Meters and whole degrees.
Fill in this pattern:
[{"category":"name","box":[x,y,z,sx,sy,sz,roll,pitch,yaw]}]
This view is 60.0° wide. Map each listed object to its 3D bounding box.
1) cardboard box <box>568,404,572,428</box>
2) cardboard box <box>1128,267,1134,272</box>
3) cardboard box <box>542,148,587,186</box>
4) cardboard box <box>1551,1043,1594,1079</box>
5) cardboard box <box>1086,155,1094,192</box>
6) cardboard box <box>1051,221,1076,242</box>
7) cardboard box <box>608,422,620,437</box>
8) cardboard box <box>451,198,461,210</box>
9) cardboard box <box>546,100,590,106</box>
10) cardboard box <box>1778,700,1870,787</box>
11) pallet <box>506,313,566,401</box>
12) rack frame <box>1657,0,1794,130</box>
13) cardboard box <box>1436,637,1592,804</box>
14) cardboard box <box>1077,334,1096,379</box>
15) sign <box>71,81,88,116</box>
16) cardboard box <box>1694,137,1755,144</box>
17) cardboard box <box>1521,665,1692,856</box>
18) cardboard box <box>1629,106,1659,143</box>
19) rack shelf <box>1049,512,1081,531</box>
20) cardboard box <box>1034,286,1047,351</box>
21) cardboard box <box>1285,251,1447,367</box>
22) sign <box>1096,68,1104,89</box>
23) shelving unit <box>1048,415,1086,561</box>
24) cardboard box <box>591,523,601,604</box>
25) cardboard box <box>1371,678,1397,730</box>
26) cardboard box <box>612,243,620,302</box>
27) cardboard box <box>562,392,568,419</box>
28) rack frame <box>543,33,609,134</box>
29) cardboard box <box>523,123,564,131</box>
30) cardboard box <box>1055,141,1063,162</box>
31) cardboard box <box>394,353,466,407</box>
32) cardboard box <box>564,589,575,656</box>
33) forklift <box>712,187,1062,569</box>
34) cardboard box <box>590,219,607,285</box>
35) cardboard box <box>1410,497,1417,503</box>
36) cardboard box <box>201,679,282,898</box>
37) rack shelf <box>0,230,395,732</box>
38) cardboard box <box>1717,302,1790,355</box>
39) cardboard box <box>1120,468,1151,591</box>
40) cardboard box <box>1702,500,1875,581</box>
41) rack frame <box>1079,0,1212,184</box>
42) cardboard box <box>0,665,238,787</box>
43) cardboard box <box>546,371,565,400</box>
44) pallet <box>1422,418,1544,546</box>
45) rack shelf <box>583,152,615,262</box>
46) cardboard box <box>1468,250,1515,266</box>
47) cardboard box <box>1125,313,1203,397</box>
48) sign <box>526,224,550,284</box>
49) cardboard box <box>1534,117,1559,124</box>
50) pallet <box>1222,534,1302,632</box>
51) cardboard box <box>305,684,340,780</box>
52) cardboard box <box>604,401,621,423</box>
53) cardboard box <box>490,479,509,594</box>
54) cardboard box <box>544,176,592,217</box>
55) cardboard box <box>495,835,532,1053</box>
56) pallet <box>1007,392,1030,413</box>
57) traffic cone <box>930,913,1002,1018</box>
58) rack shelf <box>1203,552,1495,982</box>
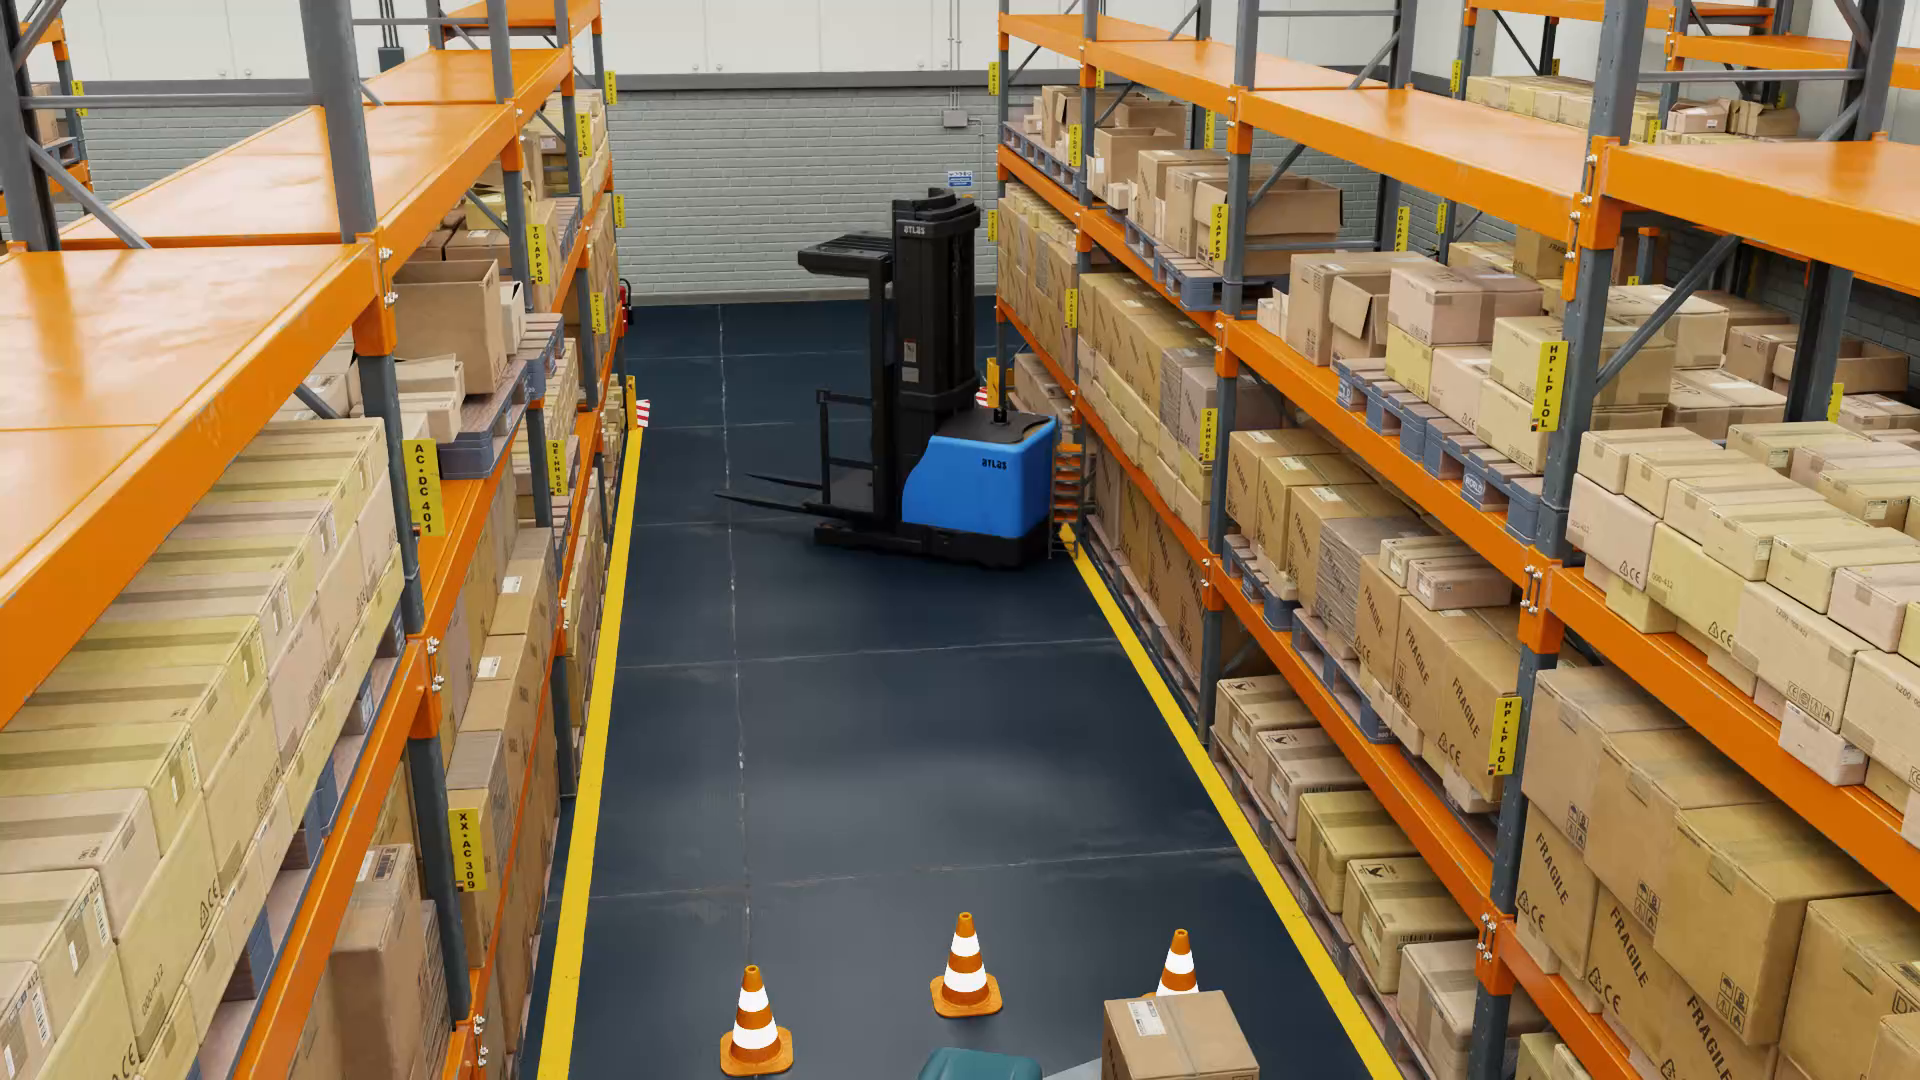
[{"category":"cardboard box","box":[-3.051,-0.911,12.200,0.380,0.149,0.250,-4,21,-11]},{"category":"cardboard box","box":[1.643,-2.199,14.319,0.500,0.500,0.500,-3,21,-7]},{"category":"cardboard box","box":[-3.244,-2.970,13.168,0.500,0.250,0.500,-2,21,-6]},{"category":"cardboard box","box":[2.401,1.963,6.077,0.380,0.149,0.250,-3,21,-7]},{"category":"cardboard box","box":[1.198,-2.855,12.952,0.396,0.266,0.258,-3,21,-8]},{"category":"cardboard box","box":[1.030,-2.772,14.925,0.380,0.149,0.250,-3,21,-8]},{"category":"cardboard box","box":[-3.466,-1.081,15.946,0.380,0.149,0.250,-3,21,-7]},{"category":"cardboard box","box":[-3.357,-2.219,10.421,0.396,0.266,0.258,-3,21,-8]},{"category":"cardboard box","box":[-3.552,-3.907,15.106,0.380,0.149,0.250,-3,21,-9]},{"category":"cardboard box","box":[2.526,0.547,4.612,0.380,0.149,0.250,-3,21,-9]},{"category":"pallet","box":[-2.690,-0.934,8.486,1.213,0.211,1.003,-2,21,-5]},{"category":"rack frame","box":[6.383,-4.569,13.662,1.000,3.000,0.127,-3,21,-8]},{"category":"cardboard box","box":[2.331,0.732,6.876,0.500,0.500,0.500,-3,21,-9]},{"category":"cardboard box","box":[1.256,-1.504,13.530,0.500,0.250,0.500,-4,21,-9]},{"category":"sign","box":[-8.372,-4.197,15.802,0.100,0.325,0.005,-3,21,-8]},{"category":"cardboard box","box":[6.096,-3.125,13.273,0.380,0.149,0.250,-3,21,-9]},{"category":"cardboard box","box":[2.474,0.772,5.940,0.700,0.500,0.500,-3,21,-8]},{"category":"cardboard box","box":[6.072,-3.630,14.509,0.500,0.250,0.500,-3,21,-8]},{"category":"rack shelf","box":[0.870,-0.161,13.802,0.258,0.103,0.180,2,21,1]},{"category":"cardboard box","box":[0.985,-2.053,15.356,0.500,0.500,0.500,-3,21,-9]},{"category":"cardboard box","box":[2.175,-1.245,8.907,0.700,0.500,0.500,-3,21,-8]},{"category":"sign","box":[1.434,-4.697,17.140,0.100,0.325,0.005,-3,21,-8]},{"category":"shelving unit","box":[0.879,-0.425,13.699,0.258,1.200,0.189,2,21,1]},{"category":"cardboard box","box":[-2.982,0.173,12.512,0.500,0.500,0.500,-3,21,-9]},{"category":"cardboard box","box":[2.144,0.752,7.748,0.380,0.149,0.250,-3,21,-7]},{"category":"cardboard box","box":[-3.669,-2.651,16.532,0.500,0.500,0.500,-2,21,-7]},{"category":"cardboard box","box":[-3.007,-0.951,11.883,0.380,0.149,0.250,-4,21,-11]},{"category":"rack frame","box":[-3.989,-5.417,15.934,1.000,3.000,0.127,-3,21,-8]},{"category":"cardboard box","box":[-3.313,-3.271,13.404,0.380,0.149,0.250,-3,21,-8]},{"category":"cardboard box","box":[1.025,-3.334,14.260,0.380,0.149,0.250,-2,21,-6]},{"category":"cardboard box","box":[-2.319,-0.697,7.030,0.396,0.266,0.258,-3,21,-8]},{"category":"cardboard box","box":[-2.695,0.535,10.472,0.500,0.250,0.500,-4,21,-10]},{"category":"forklift","box":[-0.687,-1.465,14.024,3.031,2.935,1.130,9,22,22]},{"category":"cardboard box","box":[-3.440,-2.578,14.908,0.500,0.500,0.500,-4,21,-10]},{"category":"cardboard box","box":[2.563,-0.256,8.595,0.380,0.149,0.250,-4,21,-10]},{"category":"cardboard box","box":[-1.717,0.511,3.395,0.500,0.250,0.500,-3,21,-8]},{"category":"rack shelf","box":[-1.971,-0.046,3.152,1.077,0.370,4.000,-3,21,-8]},{"category":"cardboard box","box":[6.306,-1.644,13.662,0.700,0.500,0.500,-3,21,-7]},{"category":"cardboard box","box":[1.778,-0.185,12.936,0.875,0.875,0.875,-2,21,-6]},{"category":"cardboard box","box":[2.454,0.000,4.935,0.380,0.149,0.250,-3,21,-8]},{"category":"rack frame","box":[1.472,-4.317,12.988,1.000,3.000,0.127,-3,21,-8]},{"category":"cardboard box","box":[-1.635,0.368,3.208,0.380,0.149,0.250,-3,21,-7]},{"category":"cardboard box","box":[-3.016,-1.092,11.836,0.380,0.149,0.250,-4,21,-10]},{"category":"pallet","box":[2.641,-0.273,6.716,1.213,0.211,1.003,-3,21,-8]},{"category":"rack shelf","box":[-3.700,-2.983,14.731,1.077,0.370,4.000,-3,21,-8]},{"category":"cardboard box","box":[5.678,-2.867,17.469,0.500,0.250,0.500,-3,21,-7]},{"category":"cardboard box","box":[1.502,-1.328,11.987,0.500,0.500,0.500,-3,21,-9]},{"category":"sign","box":[-2.285,-1.547,9.006,0.100,0.325,0.005,-3,21,-8]},{"category":"cardboard box","box":[5.853,-3.920,16.000,0.500,0.250,0.500,-3,21,-9]},{"category":"pallet","box":[2.256,0.209,9.717,1.213,0.211,1.003,-3,21,-8]},{"category":"cardboard box","box":[-1.743,0.478,4.052,0.380,0.149,0.250,-3,21,-7]},{"category":"cardboard box","box":[-3.451,-1.220,15.895,0.380,0.149,0.250,-2,21,-6]},{"category":"cardboard box","box":[-2.706,-0.021,8.489,0.700,0.500,0.500,-3,21,-9]},{"category":"cardboard box","box":[-3.218,-2.731,13.242,0.500,0.250,0.500,-2,21,-5]},{"category":"cardboard box","box":[-2.573,1.860,7.638,1.050,0.750,0.750,-3,21,-8]},{"category":"pallet","box":[1.088,-1.312,17.503,1.003,0.211,1.213,-3,21,-8]},{"category":"traffic cone","box":[0.029,2.043,8.160,0.336,0.463,0.334,-3,21,-8]},{"category":"rack shelf","box":[2.337,0.908,8.601,1.077,0.370,4.000,-3,21,-8]}]
